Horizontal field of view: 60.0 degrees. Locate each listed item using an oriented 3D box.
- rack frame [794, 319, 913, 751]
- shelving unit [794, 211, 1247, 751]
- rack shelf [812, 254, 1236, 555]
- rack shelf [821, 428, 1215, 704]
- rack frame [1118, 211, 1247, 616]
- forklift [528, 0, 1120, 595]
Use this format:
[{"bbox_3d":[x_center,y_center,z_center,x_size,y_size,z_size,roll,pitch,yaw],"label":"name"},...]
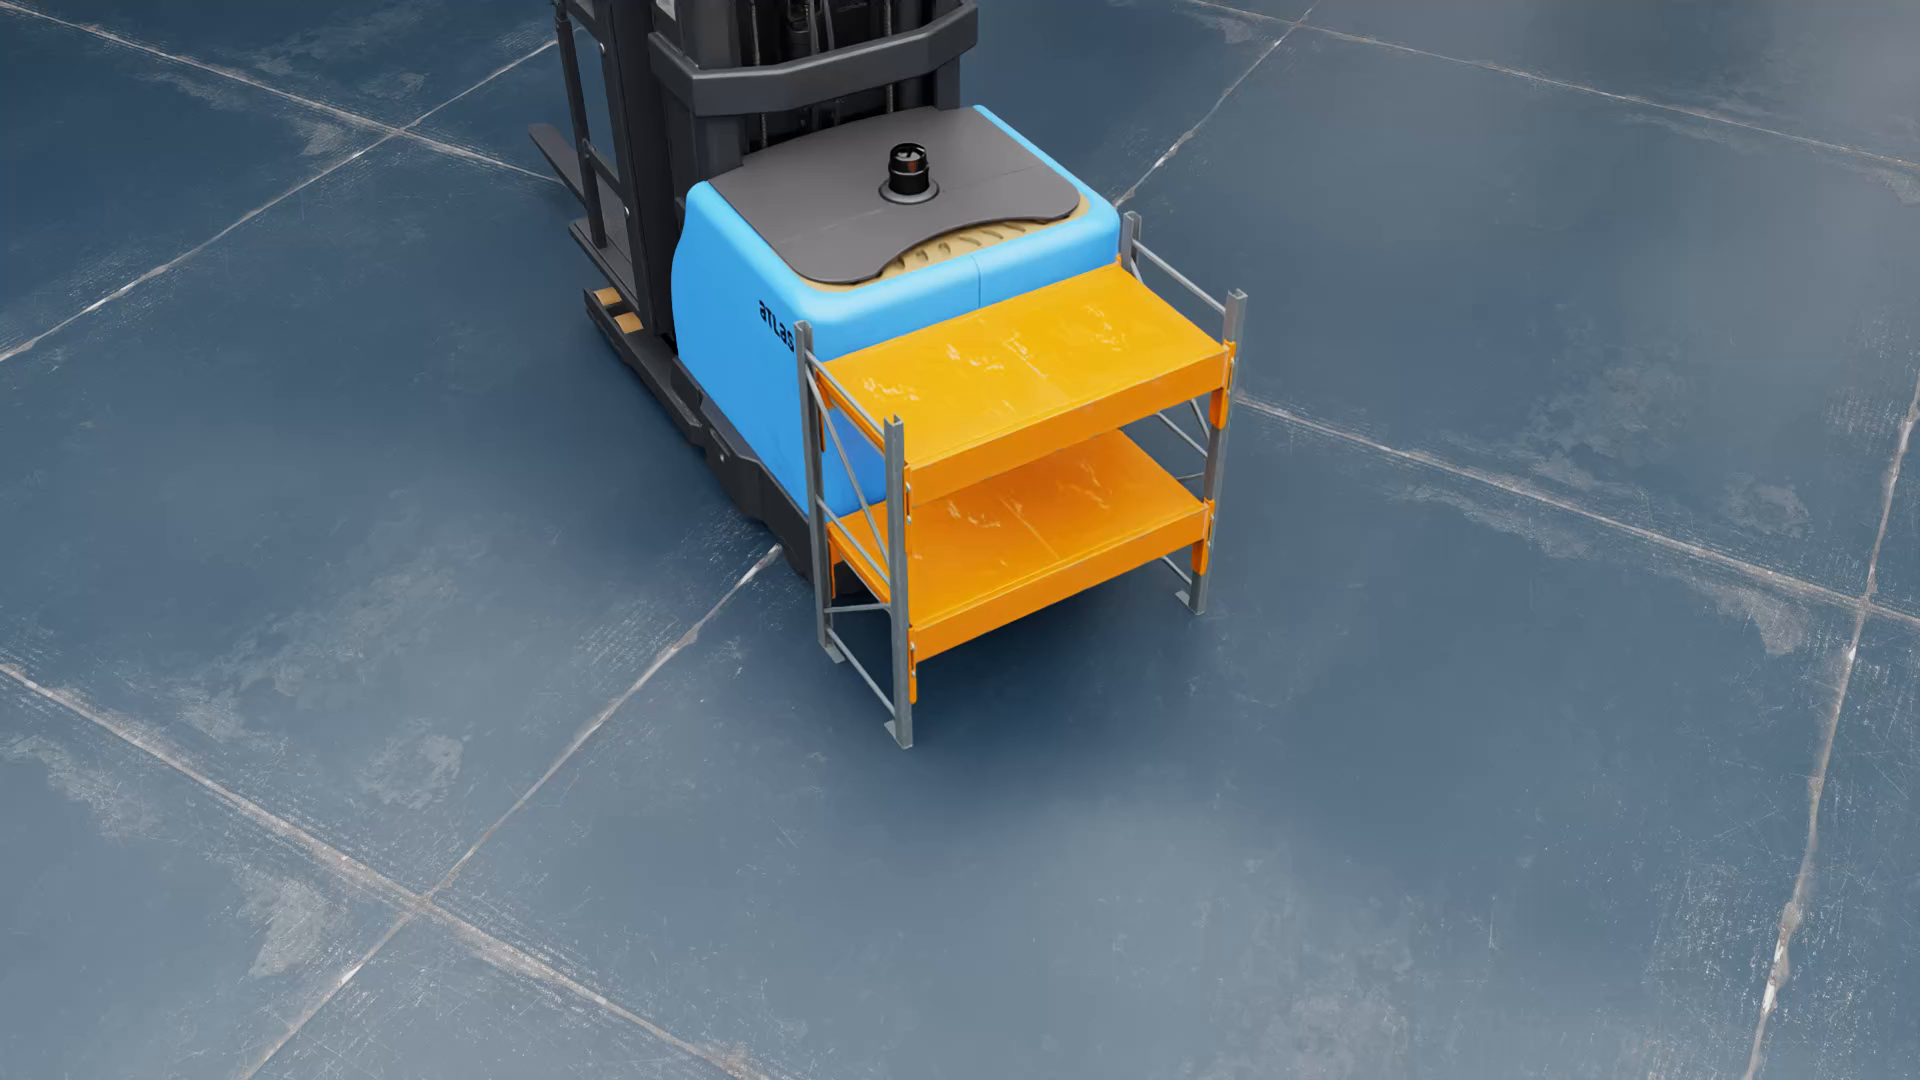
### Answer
[{"bbox_3d":[-0.273,0.013,4.384,0.032,1.125,0.500,-22,46,-23],"label":"rack frame"},{"bbox_3d":[0.160,-0.163,4.584,1.048,1.125,0.538,-22,46,-23],"label":"shelving unit"},{"bbox_3d":[0.160,-0.382,4.390,1.000,0.278,0.538,-22,46,-23],"label":"rack shelf"},{"bbox_3d":[0.160,0.021,4.745,1.000,0.278,0.538,-22,46,-23],"label":"rack shelf"},{"bbox_3d":[0.593,-0.338,4.783,0.032,1.125,0.500,-22,46,-23],"label":"rack frame"},{"bbox_3d":[-0.715,-1.893,5.182,1.130,2.935,3.031,-22,46,-23],"label":"forklift"}]
